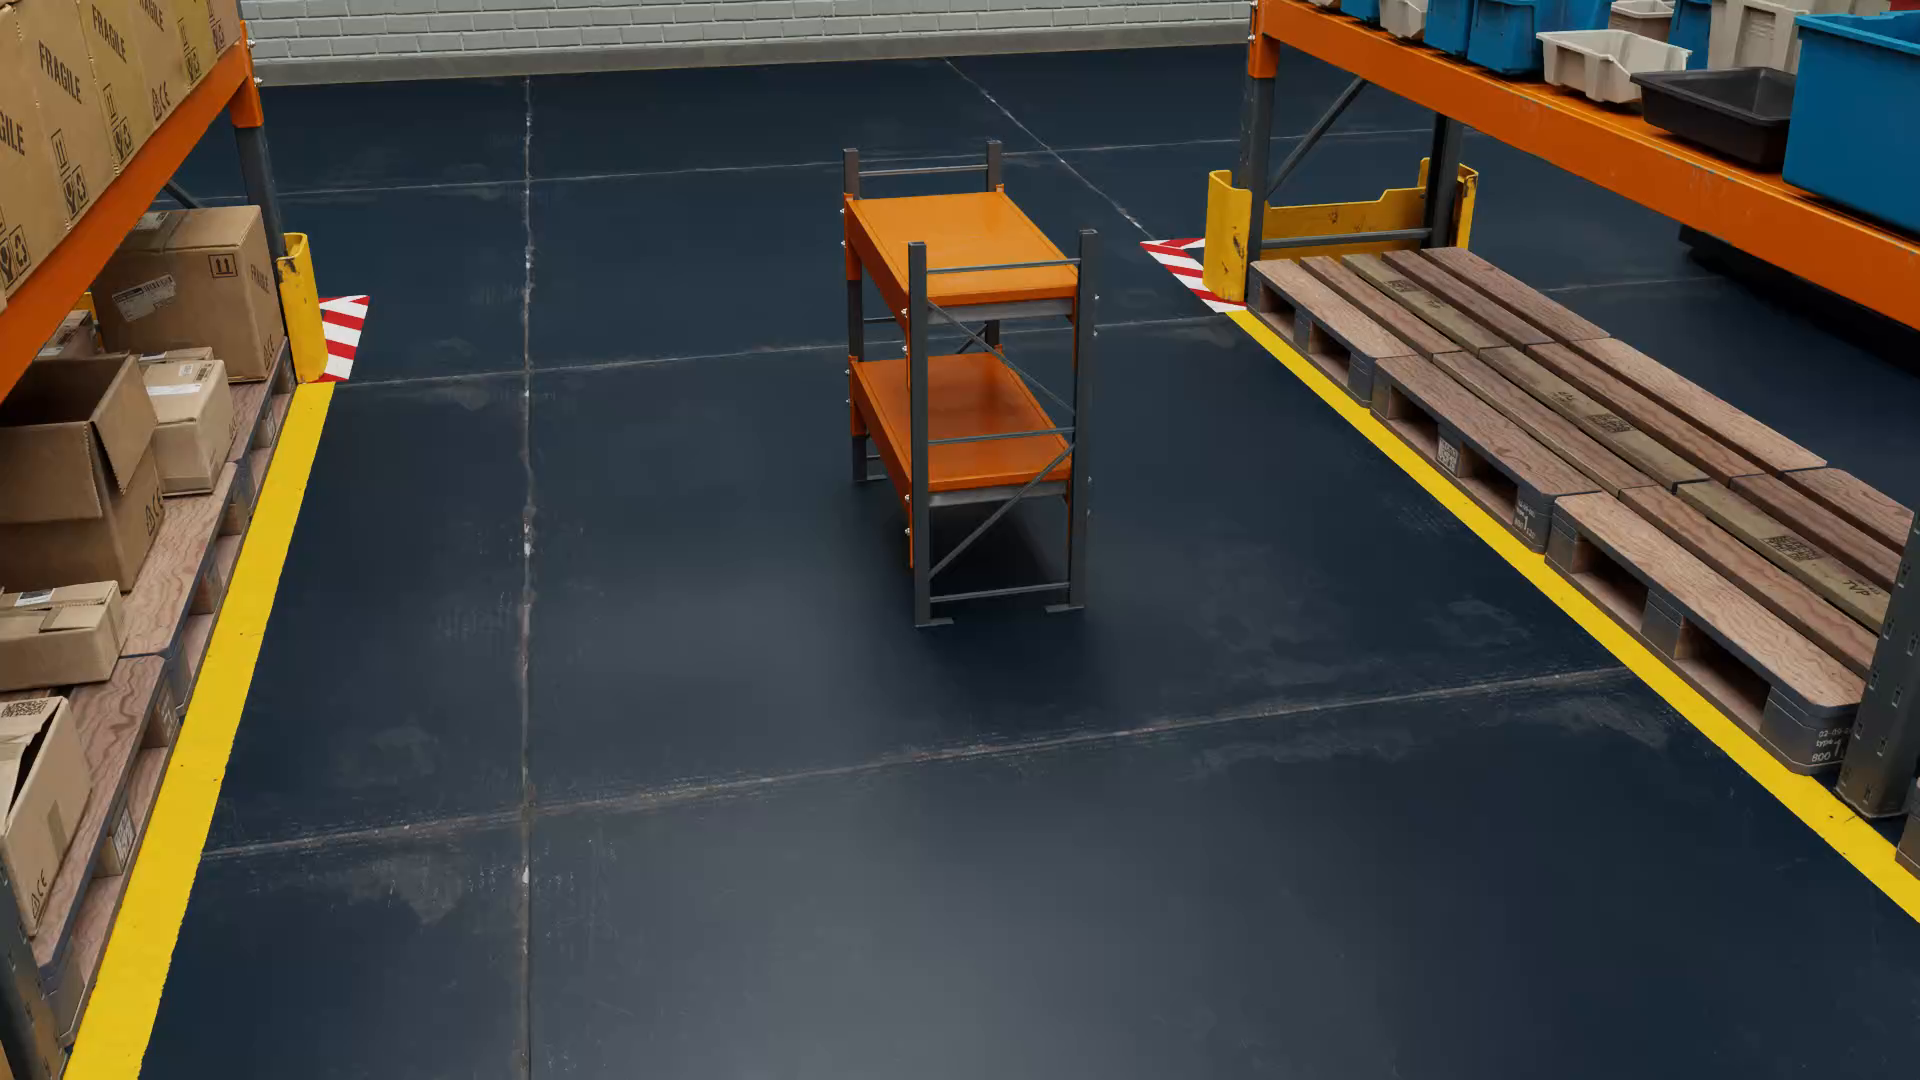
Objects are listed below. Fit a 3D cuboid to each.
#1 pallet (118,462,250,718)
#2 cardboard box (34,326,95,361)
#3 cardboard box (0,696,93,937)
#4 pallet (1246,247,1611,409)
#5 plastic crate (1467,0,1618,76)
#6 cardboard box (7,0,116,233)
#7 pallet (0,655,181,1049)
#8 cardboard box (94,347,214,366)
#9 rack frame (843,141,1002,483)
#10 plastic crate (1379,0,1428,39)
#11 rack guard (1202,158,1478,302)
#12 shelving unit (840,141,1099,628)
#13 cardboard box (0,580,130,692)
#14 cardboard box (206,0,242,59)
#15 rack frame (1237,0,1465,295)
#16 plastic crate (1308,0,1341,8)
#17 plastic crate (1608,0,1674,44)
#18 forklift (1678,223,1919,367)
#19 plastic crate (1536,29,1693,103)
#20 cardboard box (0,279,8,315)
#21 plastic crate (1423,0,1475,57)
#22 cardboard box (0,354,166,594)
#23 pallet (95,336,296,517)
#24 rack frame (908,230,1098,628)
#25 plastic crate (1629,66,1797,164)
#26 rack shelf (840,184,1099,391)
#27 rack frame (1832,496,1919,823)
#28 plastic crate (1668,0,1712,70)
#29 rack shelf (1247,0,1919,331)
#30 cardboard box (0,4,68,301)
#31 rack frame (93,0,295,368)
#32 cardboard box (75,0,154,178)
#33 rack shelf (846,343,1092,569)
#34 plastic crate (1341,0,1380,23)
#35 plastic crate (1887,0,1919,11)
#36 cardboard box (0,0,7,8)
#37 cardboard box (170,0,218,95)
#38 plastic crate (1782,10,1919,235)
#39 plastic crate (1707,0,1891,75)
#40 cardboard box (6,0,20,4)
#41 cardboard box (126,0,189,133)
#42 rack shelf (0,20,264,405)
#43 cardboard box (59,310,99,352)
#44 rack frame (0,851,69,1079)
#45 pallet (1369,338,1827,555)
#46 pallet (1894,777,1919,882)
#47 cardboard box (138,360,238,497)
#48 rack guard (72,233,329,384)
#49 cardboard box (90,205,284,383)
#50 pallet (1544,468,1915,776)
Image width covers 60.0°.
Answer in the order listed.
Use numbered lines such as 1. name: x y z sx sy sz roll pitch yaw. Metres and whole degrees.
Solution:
1. pallet: -2.642 0.159 4.700 1.003 0.211 1.213 -6 27 -12
2. cardboard box: -3.153 -0.485 5.446 0.500 0.250 0.500 -6 27 -12
3. cardboard box: -2.094 0.550 3.326 0.500 0.311 0.500 -6 27 -12
4. pallet: 1.863 -0.894 6.787 1.003 0.211 1.213 -6 27 -12
5. plastic crate: 1.815 -1.605 5.220 0.416 0.233 0.300 -6 27 -12
6. cardboard box: -2.288 -0.988 3.767 0.500 0.500 0.500 -6 27 -12
7. pallet: -2.364 0.696 3.637 1.003 0.211 1.213 -6 27 -12
8. cardboard box: -2.745 -0.534 5.636 0.380 0.166 0.250 -6 27 -12
9. rack frame: -0.116 -0.728 5.445 0.500 1.125 0.032 -6 27 -12
10. plastic crate: 1.595 -1.825 5.763 0.250 0.136 0.298 -6 27 -12
11. rack guard: 1.697 -1.398 7.465 1.175 0.500 0.348 -6 27 -12
12. shelving unit: -0.002 -0.505 5.002 0.538 1.125 1.048 -6 27 -12
13. cardboard box: -2.298 0.236 4.109 0.380 0.166 0.250 -6 27 -12
14. cardboard box: -2.745 -1.879 5.533 0.500 0.500 0.500 -5 27 -10
15. rack frame: 1.715 -2.505 6.883 1.000 3.000 0.127 -6 27 -12
16. plastic crate: 1.442 -2.123 6.353 0.250 0.136 0.298 -6 27 -12
17. plastic crate: 2.298 -1.698 5.510 0.298 0.136 0.250 -6 27 -12
18. forklift: 4.247 -2.091 6.140 1.130 2.935 3.031 -6 27 -11
19. plastic crate: 1.932 -1.392 4.904 0.293 0.136 0.466 -6 27 -12
20. cardboard box: -2.059 -0.543 2.887 0.500 0.500 0.500 -5 27 -10
21. plastic crate: 1.747 -1.737 5.482 0.416 0.233 0.300 -6 27 -12
22. cardboard box: -2.638 -0.154 4.508 0.797 0.503 0.637 -6 27 -12
23. pallet: -2.914 -0.375 5.759 1.003 0.211 1.213 -6 27 -12
24. rack frame: 0.113 -0.282 4.560 0.500 1.125 0.032 -6 27 -12
25. plastic crate: 2.103 -1.117 4.372 0.437 0.125 0.590 -6 27 -12
26. rack shelf: -0.002 -0.766 4.871 0.538 0.278 1.000 -6 27 -12
27. rack frame: 2.617 -0.749 3.404 1.000 3.000 0.127 -6 27 -12
28. plastic crate: 2.428 -1.581 5.173 0.416 0.233 0.300 -6 27 -12
29. rack shelf: 2.166 -1.306 5.306 1.077 0.370 4.000 -6 27 -12
30. cardboard box: -2.178 -0.768 3.331 0.500 0.500 0.500 -5 27 -11
31. rack frame: -3.111 -2.003 5.890 1.000 3.000 0.127 -6 27 -12
32. cardboard box: -2.404 -1.211 4.209 0.500 0.500 0.500 -6 27 -12
33. rack shelf: -0.002 -0.287 5.113 0.538 0.278 1.000 -6 27 -12
34. plastic crate: 1.599 -2.026 6.054 0.416 0.233 0.300 -6 27 -12
35. plastic crate: 2.660 -1.221 4.204 0.402 0.464 0.583 -6 27 -12
36. cardboard box: -2.159 -1.200 3.078 0.500 0.500 0.500 -7 28 -13
37. cardboard box: -2.625 -1.652 5.082 0.500 0.500 0.500 -6 27 -11
38. plastic crate: 2.179 -0.939 3.732 0.392 0.384 0.575 -6 27 -12
39. plastic crate: 2.452 -1.412 4.783 0.437 0.282 0.530 -6 27 -12
40. cardboard box: -2.274 -1.426 3.526 0.500 0.500 0.500 -7 28 -13
41. cardboard box: -2.518 -1.432 4.647 0.500 0.500 0.500 -6 27 -11
42. rack shelf: -2.661 -0.804 4.313 1.077 0.370 4.000 -6 27 -12
43. cardboard box: -3.352 -0.708 6.000 0.380 0.149 0.250 -6 27 -12
44. rack frame: -2.210 -0.247 2.411 1.000 3.000 0.127 -6 27 -12
45. pallet: 2.135 -0.359 5.728 1.003 0.211 1.213 -6 27 -12
46. pallet: 2.750 0.839 3.353 1.003 0.211 1.213 -6 27 -12
47. cardboard box: -2.564 -0.338 5.155 0.500 0.250 0.500 -6 27 -12
48. rack guard: -3.094 -0.854 6.387 1.175 0.500 0.348 -6 27 -12
49. cardboard box: -2.749 -0.870 5.931 0.500 0.500 0.500 -6 27 -12
50. pallet: 2.413 0.177 4.665 1.003 0.211 1.213 -6 27 -12
